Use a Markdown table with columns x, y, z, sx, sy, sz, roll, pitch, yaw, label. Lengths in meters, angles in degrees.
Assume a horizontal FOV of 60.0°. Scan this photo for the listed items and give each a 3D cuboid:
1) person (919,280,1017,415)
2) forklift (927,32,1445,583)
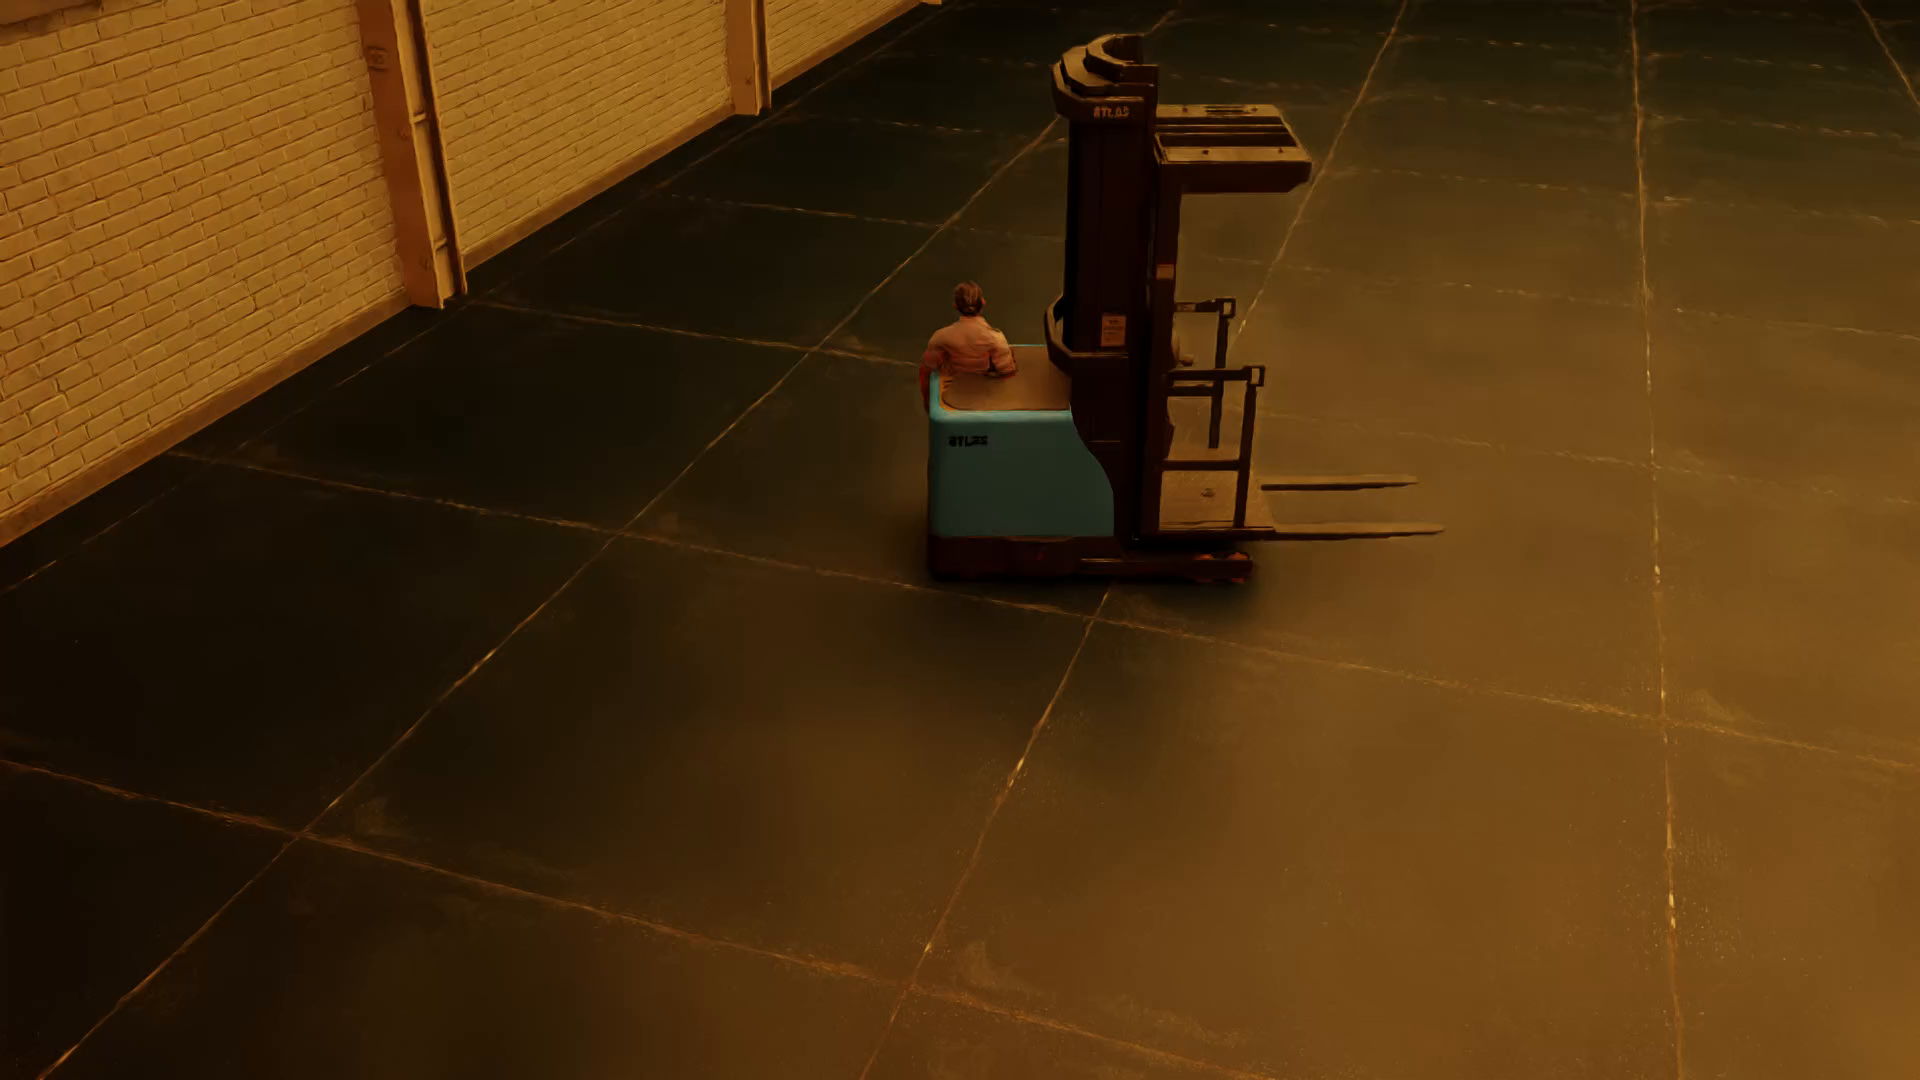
| x | y | z | sx | sy | sz | roll | pitch | yaw | label |
| --- | --- | --- | --- | --- | --- | --- | --- | --- | --- |
| 0.107 | -0.796 | 9.866 | 0.671 | 1.602 | 0.490 | 9 | 31 | 15 | person |
| 1.323 | -1.289 | 9.398 | 3.031 | 2.935 | 1.130 | 0 | 30 | -1 | forklift |
